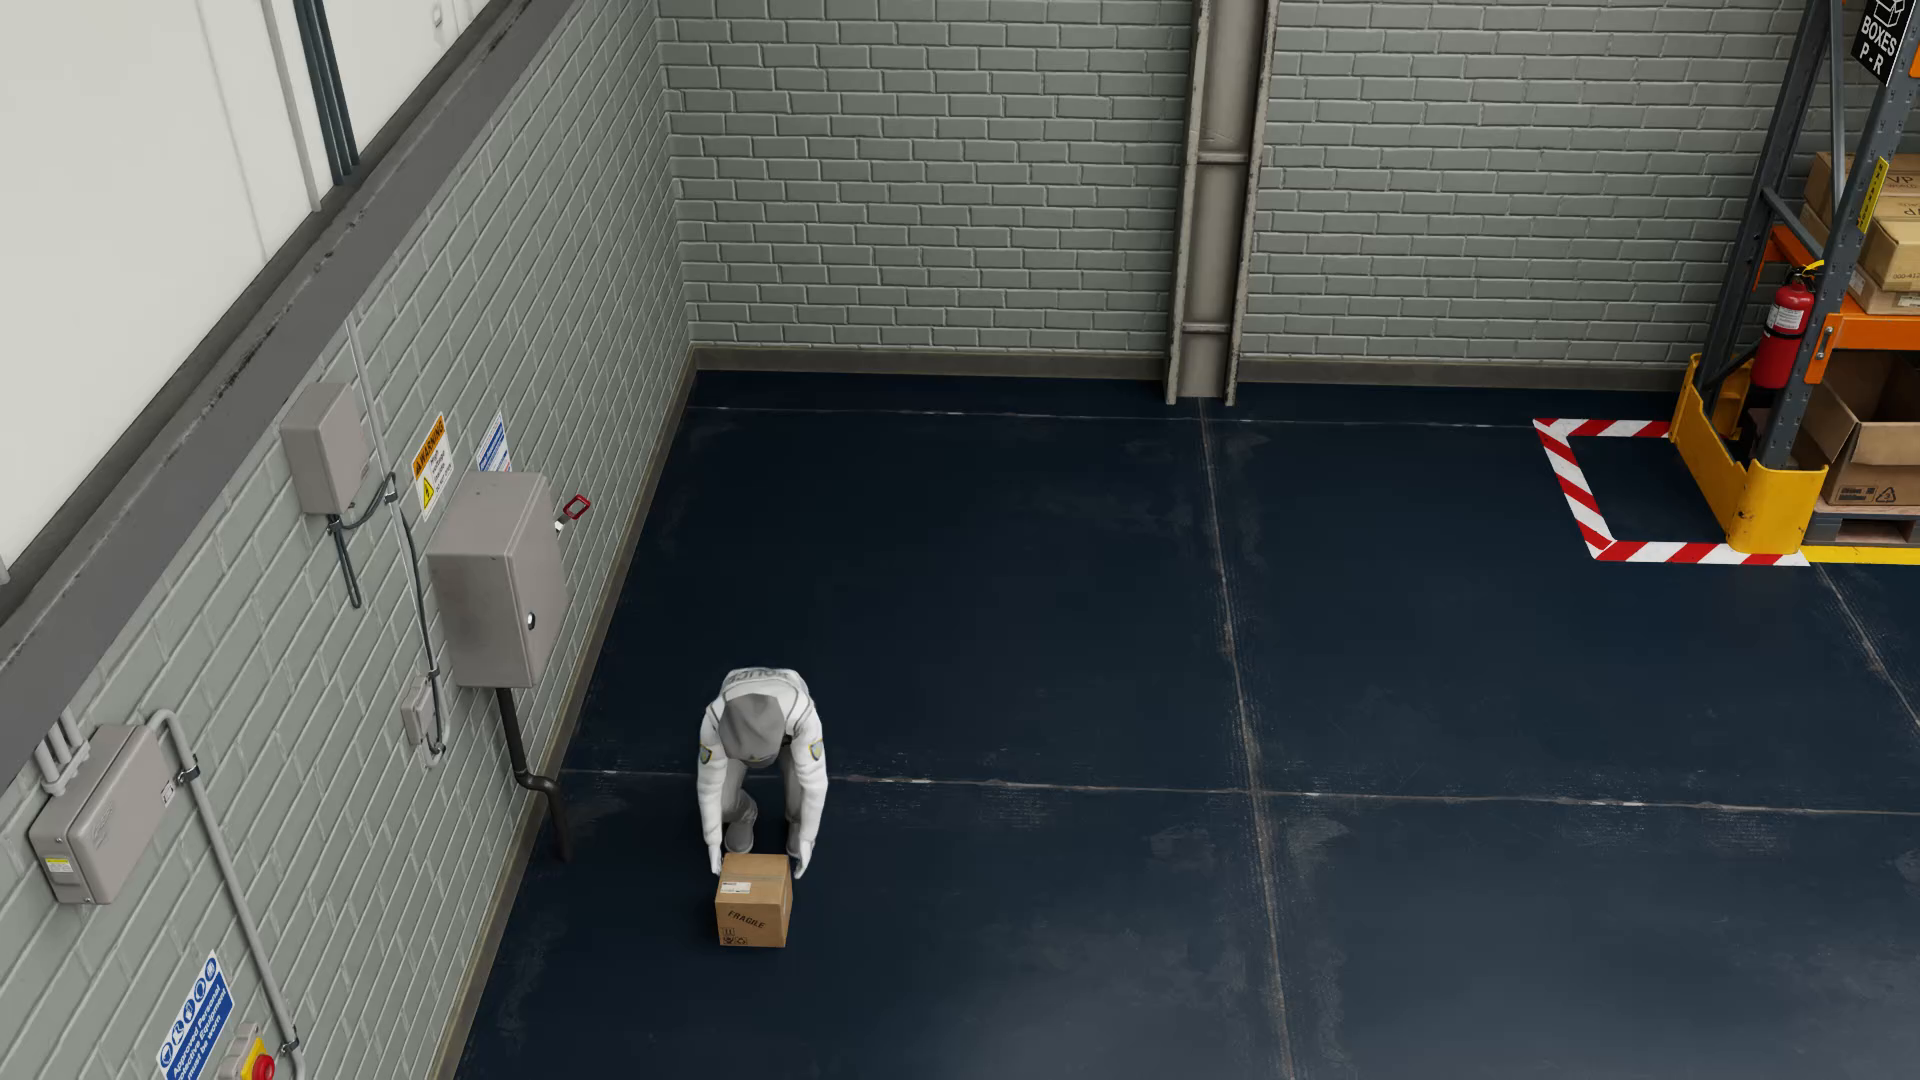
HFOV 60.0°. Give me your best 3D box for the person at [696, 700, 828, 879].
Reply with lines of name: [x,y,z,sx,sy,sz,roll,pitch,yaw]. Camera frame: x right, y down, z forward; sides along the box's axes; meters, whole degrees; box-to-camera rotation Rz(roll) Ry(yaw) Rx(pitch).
person: [-0.747,0.896,6.518,0.501,0.917,0.760,1,36,2]
